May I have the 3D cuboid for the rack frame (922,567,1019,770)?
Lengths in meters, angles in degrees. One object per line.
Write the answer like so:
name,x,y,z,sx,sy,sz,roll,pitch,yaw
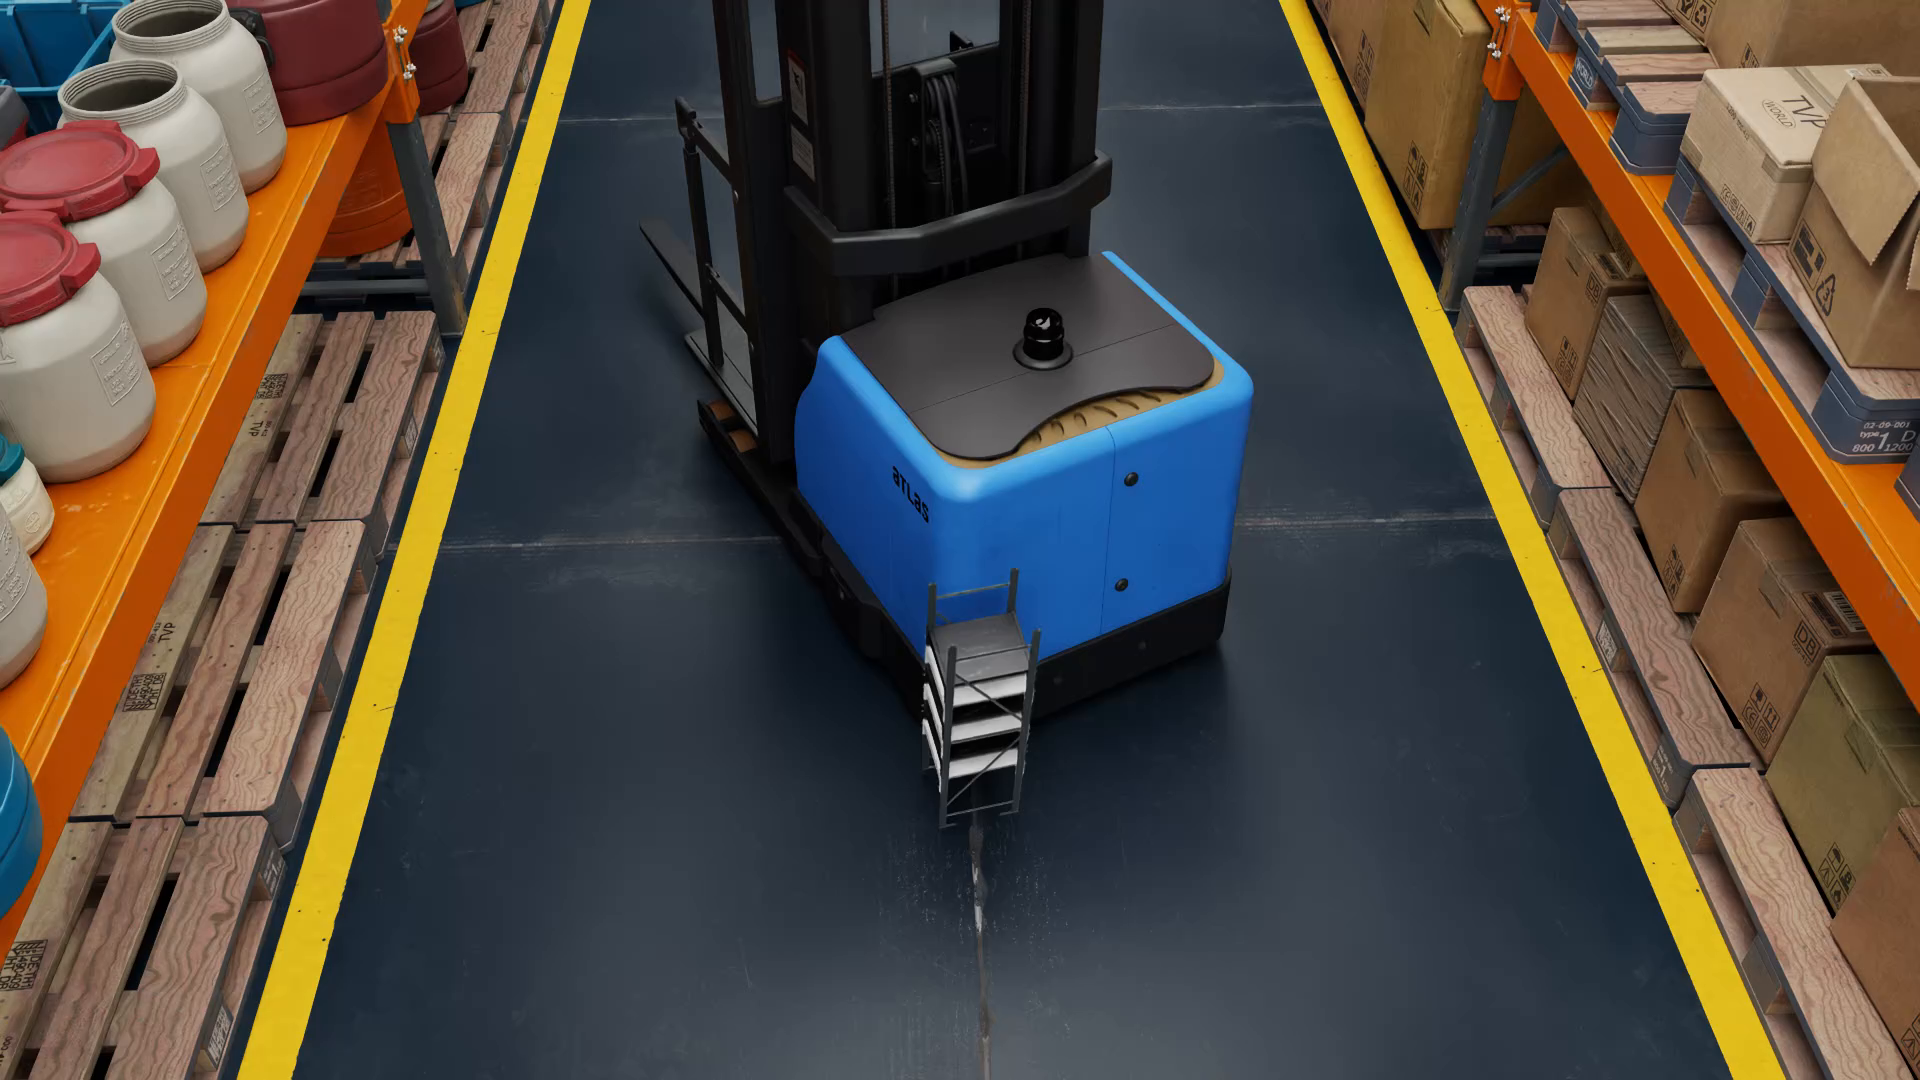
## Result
rack frame,0.019,0.378,4.633,0.240,0.900,0.006,-10,52,-11

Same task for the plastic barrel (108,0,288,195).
plastic barrel,-2.227,-1.293,4.857,0.421,0.512,0.421,0,43,0

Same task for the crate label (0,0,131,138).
crate label,-2.712,-1.274,4.894,0.502,0.435,0.616,-2,43,-2

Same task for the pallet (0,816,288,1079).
pallet,-2.386,1.260,4.220,1.003,0.211,1.213,-2,43,-2

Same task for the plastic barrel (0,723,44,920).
plastic barrel,-2.028,0.306,2.825,0.600,0.901,0.708,-2,43,-2

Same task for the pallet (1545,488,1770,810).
pallet,2.545,0.295,5.272,1.003,0.211,1.213,-2,43,-2

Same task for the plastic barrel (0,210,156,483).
plastic barrel,-2.167,-0.437,3.906,0.433,0.535,0.433,0,43,0

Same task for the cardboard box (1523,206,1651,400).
cardboard box,2.513,-0.871,6.004,0.700,0.500,0.500,-4,43,-4

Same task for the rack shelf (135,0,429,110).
rack shelf,-2.569,-3.025,7.362,1.077,0.370,4.000,-2,43,-2

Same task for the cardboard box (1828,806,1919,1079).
cardboard box,2.630,0.963,4.004,0.700,0.500,0.500,-5,43,-5

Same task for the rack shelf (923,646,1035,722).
rack shelf,0.051,0.362,4.458,0.258,0.077,0.200,-10,52,-11

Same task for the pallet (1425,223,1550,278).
pallet,2.506,-1.588,7.326,1.003,0.211,1.213,-2,43,-2

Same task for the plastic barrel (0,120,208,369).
plastic barrel,-2.185,-0.729,4.225,0.433,0.535,0.433,0,43,0

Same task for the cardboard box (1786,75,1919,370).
cardboard box,2.468,-0.742,3.952,0.797,0.503,0.637,2,43,3

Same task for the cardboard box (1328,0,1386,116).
cardboard box,2.426,-2.522,7.543,1.225,0.875,0.875,-2,43,-2

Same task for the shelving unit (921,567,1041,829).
shelving unit,0.045,0.455,4.572,0.258,0.900,0.210,-10,52,-11

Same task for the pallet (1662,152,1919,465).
pallet,2.590,-0.676,4.409,1.003,0.211,1.213,-2,43,-2

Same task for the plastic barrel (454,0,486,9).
plastic barrel,-2.618,-3.176,8.237,0.600,0.901,0.708,-2,43,-2

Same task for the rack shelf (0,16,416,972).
rack shelf,-2.399,-0.324,4.416,1.077,0.370,4.000,-2,43,-2

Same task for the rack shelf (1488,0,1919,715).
rack shelf,2.549,-0.466,4.571,1.077,0.370,4.000,-2,43,-2

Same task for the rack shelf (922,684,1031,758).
rack shelf,0.044,0.476,4.597,0.258,0.077,0.200,-10,52,-11

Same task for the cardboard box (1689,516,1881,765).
cardboard box,2.604,0.263,4.768,0.700,0.500,0.500,-5,43,-5

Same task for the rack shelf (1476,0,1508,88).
rack shelf,2.380,-3.167,7.517,1.077,0.370,4.000,-2,43,-2

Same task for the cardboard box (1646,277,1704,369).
cardboard box,2.556,-0.790,5.361,0.500,0.250,0.500,3,43,3

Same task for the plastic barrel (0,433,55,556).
plastic barrel,-2.217,-0.086,3.726,0.301,0.262,0.301,0,43,0

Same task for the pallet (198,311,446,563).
pallet,-2.490,-0.388,6.017,1.003,0.211,1.213,-2,43,-2

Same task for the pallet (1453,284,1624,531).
pallet,2.496,-0.526,6.168,1.003,0.211,1.213,-2,43,-2

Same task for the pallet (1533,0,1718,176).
pallet,2.601,-1.533,5.345,1.213,0.211,1.003,-2,43,-2

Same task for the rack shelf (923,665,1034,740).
rack shelf,0.047,0.419,4.528,0.258,0.077,0.200,-10,52,-11

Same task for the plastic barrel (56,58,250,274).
plastic barrel,-2.209,-1.008,4.547,0.421,0.512,0.421,0,43,0

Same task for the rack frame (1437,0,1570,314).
rack frame,2.465,-2.082,5.801,1.000,3.000,0.127,-2,43,-2

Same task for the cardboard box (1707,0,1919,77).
cardboard box,2.651,-1.536,4.821,0.700,0.500,0.500,4,43,5

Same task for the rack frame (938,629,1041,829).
rack frame,0.071,0.531,4.510,0.240,0.900,0.006,-10,52,-11

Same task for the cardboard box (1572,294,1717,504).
cardboard box,2.549,-0.497,5.596,0.700,0.500,0.500,-5,43,-5

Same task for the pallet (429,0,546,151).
pallet,-2.608,-2.264,8.064,1.003,0.211,1.213,-2,43,-2

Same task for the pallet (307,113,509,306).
pallet,-2.559,-1.443,7.168,1.003,0.211,1.213,-2,43,-2

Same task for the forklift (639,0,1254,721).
forklift,-0.303,-1.454,5.167,1.130,2.935,3.031,-20,46,-21

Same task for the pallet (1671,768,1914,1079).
pallet,2.600,1.121,4.371,1.003,0.211,1.213,-2,43,-2

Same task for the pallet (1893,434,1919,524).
pallet,2.747,0.169,3.487,1.003,0.211,1.213,-2,43,-2

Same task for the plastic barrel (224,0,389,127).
plastic barrel,-2.162,-1.685,5.268,0.600,0.536,0.708,-2,43,-2

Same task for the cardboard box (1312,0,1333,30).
cardboard box,2.381,-3.119,8.194,1.225,0.875,0.875,-3,43,-3

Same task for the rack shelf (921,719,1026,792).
rack shelf,0.037,0.590,4.737,0.258,0.077,0.200,-10,52,-11

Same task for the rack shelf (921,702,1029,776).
rack shelf,0.040,0.533,4.667,0.258,0.077,0.200,-10,52,-11

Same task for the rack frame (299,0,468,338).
rack frame,-2.484,-1.940,5.646,1.000,3.000,0.127,-2,43,-2

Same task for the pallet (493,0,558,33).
pallet,-2.663,-3.090,8.965,1.003,0.211,1.213,-2,43,-2

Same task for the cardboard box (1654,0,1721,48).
cardboard box,2.527,-1.910,5.229,0.500,0.500,0.500,-6,43,-7

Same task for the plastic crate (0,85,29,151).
plastic crate,-2.721,-0.864,4.425,0.402,0.464,0.583,-2,43,-2

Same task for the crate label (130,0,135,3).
crate label,-2.841,-1.583,5.381,0.303,0.233,0.416,-2,43,-2

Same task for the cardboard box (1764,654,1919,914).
cardboard box,2.628,0.640,4.356,0.700,0.500,0.500,-2,43,-2

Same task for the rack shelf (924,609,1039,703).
rack shelf,0.054,0.305,4.389,0.258,0.077,0.200,-10,52,-11

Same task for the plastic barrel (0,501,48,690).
plastic barrel,-2.136,0.058,3.366,0.433,0.535,0.433,0,43,0

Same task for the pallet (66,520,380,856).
pallet,-2.441,0.434,5.120,1.003,0.211,1.213,-2,43,-2

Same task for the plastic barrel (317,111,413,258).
plastic barrel,-2.522,-1.624,6.597,0.600,0.830,0.708,-2,43,-2

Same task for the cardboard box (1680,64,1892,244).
cardboard box,2.306,-1.043,4.468,0.500,0.250,0.500,-3,43,-3

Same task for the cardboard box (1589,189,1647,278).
cardboard box,2.523,-1.147,5.751,0.500,0.250,0.500,0,43,0

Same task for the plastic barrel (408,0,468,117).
plastic barrel,-2.570,-2.298,7.511,0.600,0.588,0.708,-2,43,-2

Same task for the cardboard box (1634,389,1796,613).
cardboard box,2.580,-0.114,5.179,0.700,0.500,0.500,2,43,2

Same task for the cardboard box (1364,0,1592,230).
cardboard box,2.456,-1.920,6.886,1.225,0.875,0.875,-3,43,-4
